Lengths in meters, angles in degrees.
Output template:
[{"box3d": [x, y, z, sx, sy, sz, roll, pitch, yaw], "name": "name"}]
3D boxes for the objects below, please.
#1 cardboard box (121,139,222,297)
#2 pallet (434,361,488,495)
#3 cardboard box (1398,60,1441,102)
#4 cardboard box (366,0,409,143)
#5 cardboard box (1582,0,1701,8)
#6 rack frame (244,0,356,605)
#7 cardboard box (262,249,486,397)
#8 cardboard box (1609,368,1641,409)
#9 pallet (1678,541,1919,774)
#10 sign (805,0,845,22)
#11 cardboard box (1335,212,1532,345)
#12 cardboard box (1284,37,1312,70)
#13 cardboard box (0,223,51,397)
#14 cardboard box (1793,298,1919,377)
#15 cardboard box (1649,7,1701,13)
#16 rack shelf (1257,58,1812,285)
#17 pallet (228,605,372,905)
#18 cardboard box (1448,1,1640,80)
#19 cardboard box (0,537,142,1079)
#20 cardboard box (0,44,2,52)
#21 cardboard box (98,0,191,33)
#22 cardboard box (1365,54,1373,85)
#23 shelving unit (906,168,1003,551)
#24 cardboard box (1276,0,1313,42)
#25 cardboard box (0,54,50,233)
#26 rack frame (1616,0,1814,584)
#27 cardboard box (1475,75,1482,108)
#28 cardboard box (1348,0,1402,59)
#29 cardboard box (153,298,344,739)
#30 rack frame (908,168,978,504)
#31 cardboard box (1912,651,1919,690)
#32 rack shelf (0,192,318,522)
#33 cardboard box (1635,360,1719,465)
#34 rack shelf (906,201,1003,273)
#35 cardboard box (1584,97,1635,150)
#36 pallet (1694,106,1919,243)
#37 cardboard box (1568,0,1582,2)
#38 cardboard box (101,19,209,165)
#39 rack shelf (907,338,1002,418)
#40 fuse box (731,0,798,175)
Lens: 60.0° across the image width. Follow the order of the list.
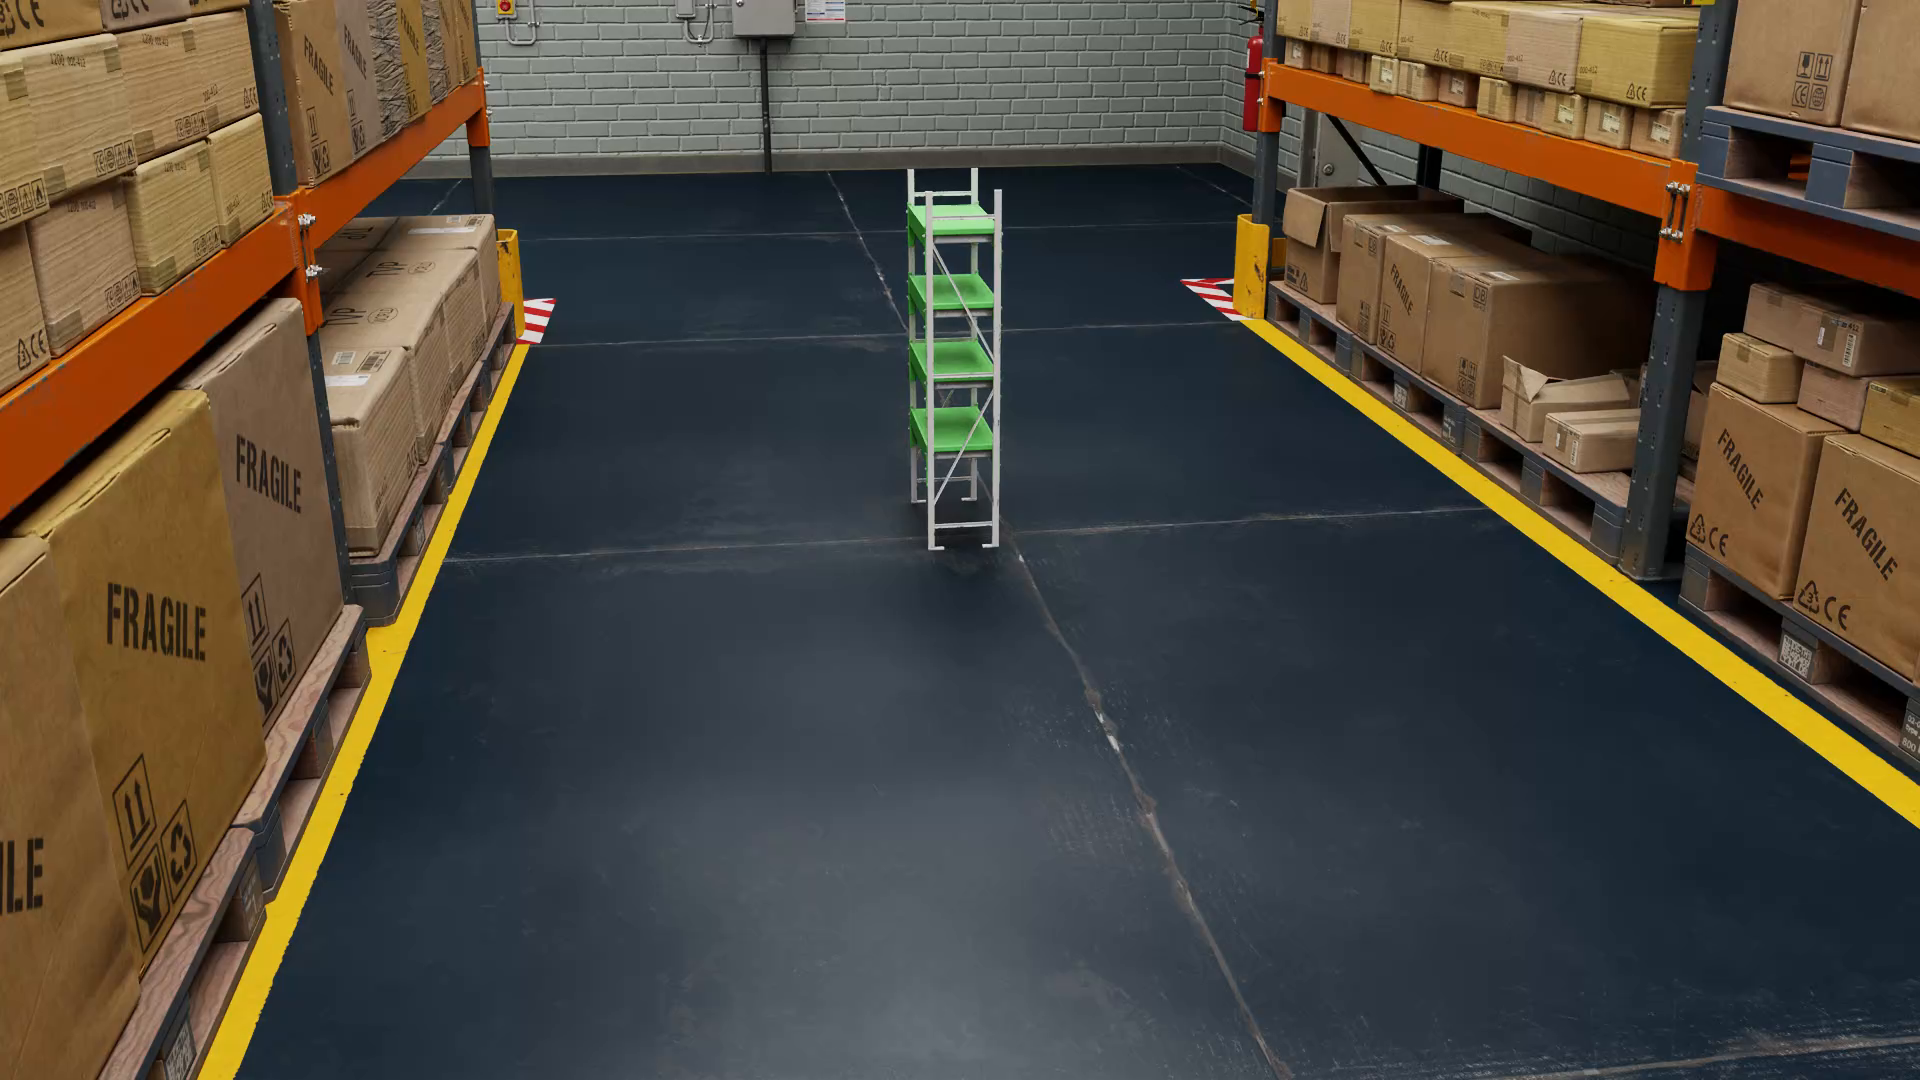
[{"box3d": [-1.869, -0.670, 3.437, 0.500, 0.250, 0.500, -3, 21, -9], "name": "cardboard box"}, {"box3d": [-2.467, -0.443, 6.601, 1.003, 0.211, 1.213, -3, 21, -8], "name": "pallet"}, {"box3d": [2.050, -1.912, 6.906, 0.380, 0.149, 0.250, -2, 21, -7], "name": "cardboard box"}, {"box3d": [-2.198, -1.629, 5.646, 0.500, 0.500, 0.500, -3, 21, -7], "name": "cardboard box"}, {"box3d": [2.705, -2.260, 6.198, 0.500, 0.500, 0.500, -3, 21, -9], "name": "cardboard box"}, {"box3d": [-2.255, -1.059, 4.265, 1.000, 3.000, 0.127, -3, 21, -8], "name": "rack frame"}, {"box3d": [-2.497, -0.901, 6.902, 0.875, 0.438, 0.875, -2, 21, -6], "name": "cardboard box"}, {"box3d": [2.732, -0.563, 6.410, 0.380, 0.149, 0.250, -3, 21, -8], "name": "cardboard box"}, {"box3d": [2.811, 0.275, 4.677, 1.003, 0.211, 1.213, -3, 21, -8], "name": "pallet"}, {"box3d": [-1.109, -4.503, 13.620, 0.329, 0.494, 0.001, -3, 21, -8], "name": "sign"}, {"box3d": [2.159, -1.207, 7.633, 0.700, 0.500, 0.500, -2, 21, -6], "name": "cardboard box"}, {"box3d": [1.855, -2.450, 8.349, 0.380, 0.149, 0.250, -3, 21, -8], "name": "cardboard box"}, {"box3d": [-1.736, -0.316, 2.488, 0.500, 0.250, 0.500, -3, 21, -8], "name": "cardboard box"}, {"box3d": [2.529, -0.554, 4.534, 0.380, 0.149, 0.250, -4, 21, -10], "name": "cardboard box"}, {"box3d": [2.773, -1.738, 5.872, 0.500, 0.250, 0.500, -3, 21, -8], "name": "cardboard box"}, {"box3d": [2.368, -1.666, 6.918, 1.077, 0.370, 4.000, -3, 21, -8], "name": "rack shelf"}, {"box3d": [-2.069, 0.511, 4.047, 1.003, 0.211, 1.213, -3, 21, -8], "name": "pallet"}, {"box3d": [2.196, -1.890, 6.278, 0.500, 0.250, 0.500, -3, 21, -8], "name": "cardboard box"}, {"box3d": [-1.820, 0.572, 2.334, 0.875, 0.875, 0.875, -3, 21, -7], "name": "cardboard box"}, {"box3d": [-1.717, -0.899, 2.263, 0.500, 0.500, 0.500, -3, 21, -7], "name": "cardboard box"}, {"box3d": [-1.860, -1.254, 3.213, 0.500, 0.500, 0.500, -3, 21, -7], "name": "cardboard box"}, {"box3d": [2.030, -2.093, 7.392, 0.380, 0.149, 0.250, -3, 21, -7], "name": "cardboard box"}, {"box3d": [-0.024, -0.619, 5.660, 0.258, 1.200, 0.503, -3, 21, -8], "name": "shelving unit"}, {"box3d": [1.878, -2.594, 8.164, 0.500, 0.250, 0.500, -3, 21, -7], "name": "cardboard box"}, {"box3d": [-1.700, -0.554, 2.413, 0.500, 0.250, 0.500, -3, 21, -7], "name": "cardboard box"}, {"box3d": [2.656, -1.311, 4.938, 1.000, 3.000, 0.127, -3, 21, -8], "name": "rack frame"}, {"box3d": [2.238, -1.743, 6.454, 0.380, 0.149, 0.250, -3, 21, -7], "name": "cardboard box"}, {"box3d": [2.028, -2.244, 7.227, 0.500, 0.250, 0.500, -3, 21, -9], "name": "cardboard box"}, {"box3d": [-2.087, -0.050, 3.999, 0.875, 0.875, 0.875, -2, 21, -6], "name": "cardboard box"}, {"box3d": [-0.059, -0.704, 5.886, 0.240, 1.200, 0.015, -3, 21, -8], "name": "rack frame"}, {"box3d": [2.657, 0.199, 3.868, 0.500, 0.500, 0.500, -4, 21, -9], "name": "cardboard box"}, {"box3d": [-1.967, -0.030, 2.536, 1.077, 0.370, 4.000, -3, 21, -8], "name": "rack shelf"}, {"box3d": [2.795, -0.489, 5.980, 0.500, 0.311, 0.500, -2, 21, -6], "name": "cardboard box"}, {"box3d": [-0.024, -1.009, 5.514, 0.258, 0.148, 0.480, -3, 21, -8], "name": "rack shelf"}, {"box3d": [2.301, -1.380, 5.482, 0.380, 0.149, 0.250, -2, 21, -6], "name": "cardboard box"}, {"box3d": [2.663, -0.939, 4.216, 1.003, 0.211, 1.213, -3, 21, -8], "name": "pallet"}, {"box3d": [2.623, -2.088, 6.807, 0.500, 0.250, 0.500, -3, 21, -8], "name": "cardboard box"}, {"box3d": [-1.872, -0.910, 3.365, 0.500, 0.250, 0.500, -2, 21, -6], "name": "cardboard box"}, {"box3d": [-0.024, -0.560, 5.682, 0.258, 0.148, 0.480, -3, 21, -8], "name": "rack shelf"}, {"box3d": [-1.568, -3.847, 13.571, 0.539, 1.711, 0.414, -3, 21, -8], "name": "fuse box"}]
